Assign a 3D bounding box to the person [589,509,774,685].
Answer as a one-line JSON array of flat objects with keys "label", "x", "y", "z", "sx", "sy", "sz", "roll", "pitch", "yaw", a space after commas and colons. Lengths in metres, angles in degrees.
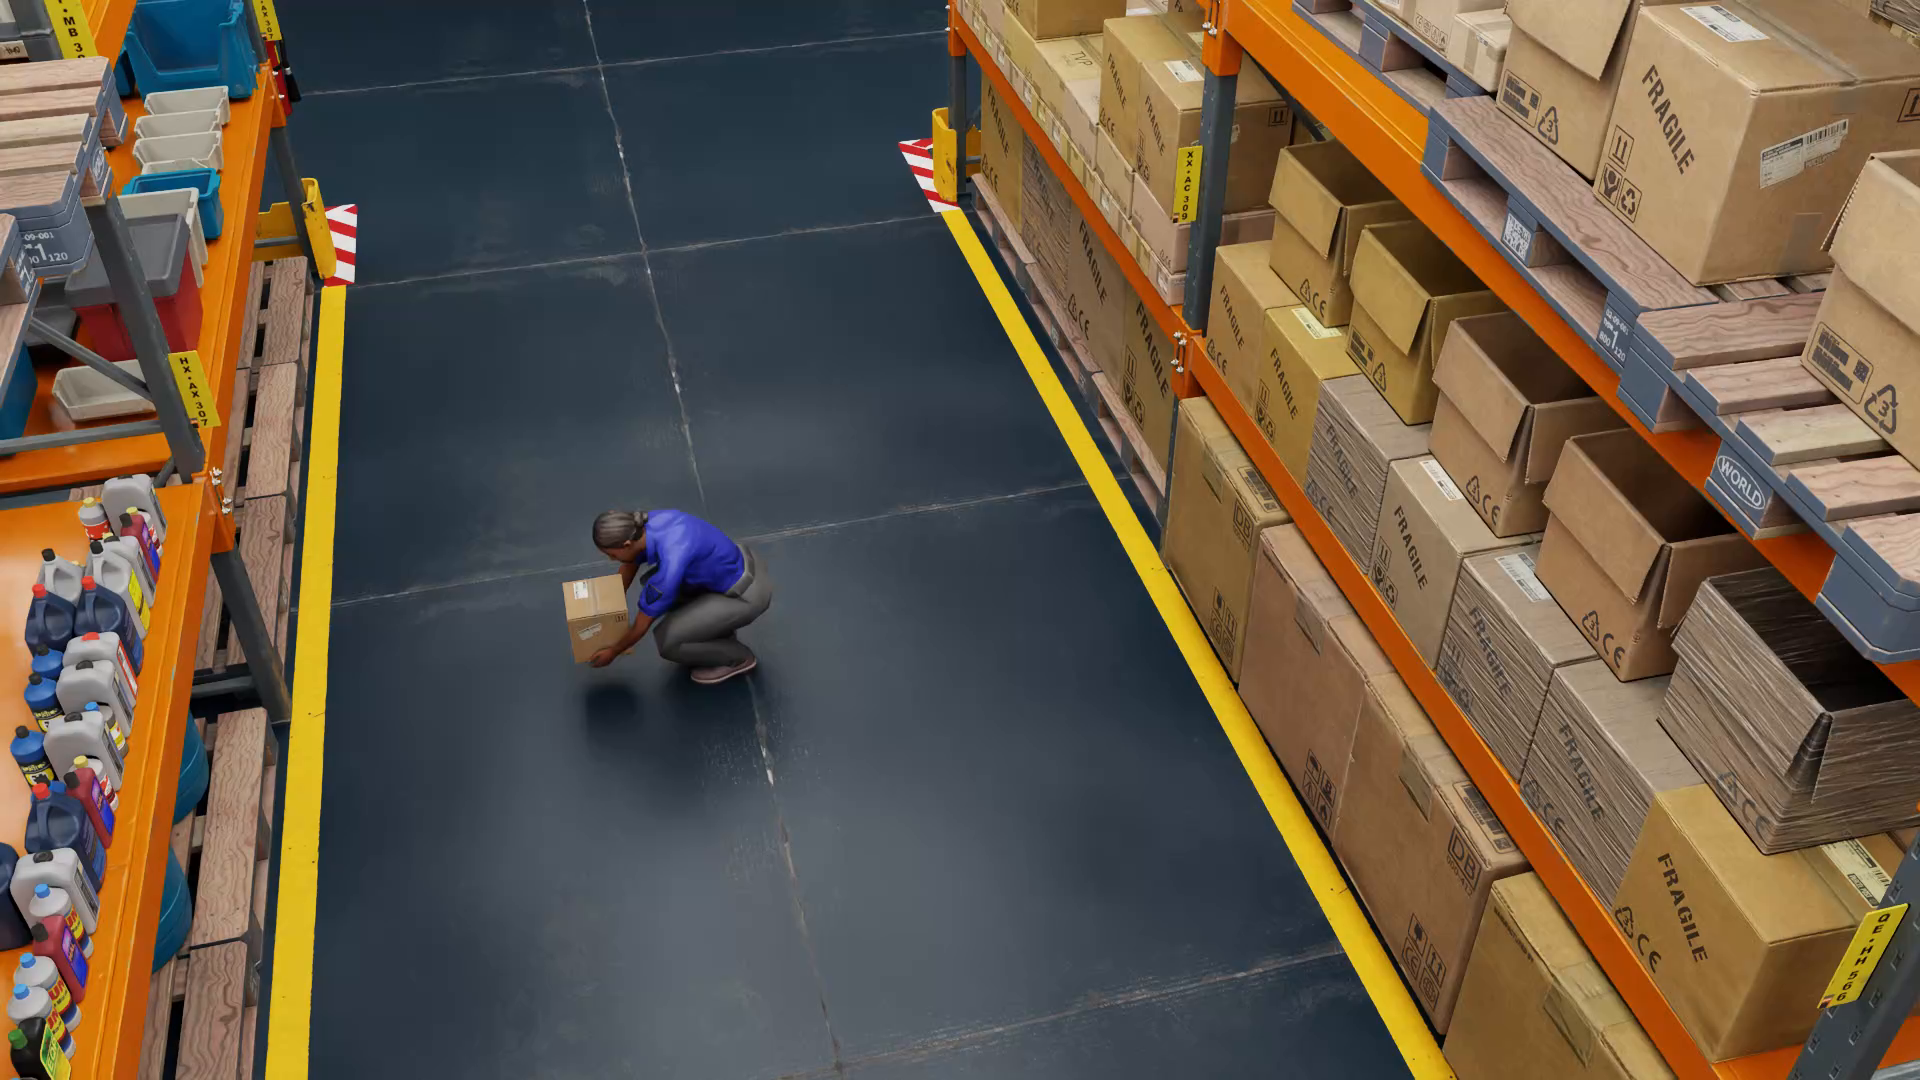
[{"label": "person", "x": -1.213, "y": 0.191, "z": 7.084, "sx": 0.826, "sy": 0.916, "sz": 0.505, "roll": -9, "pitch": 39, "yaw": -12}]
